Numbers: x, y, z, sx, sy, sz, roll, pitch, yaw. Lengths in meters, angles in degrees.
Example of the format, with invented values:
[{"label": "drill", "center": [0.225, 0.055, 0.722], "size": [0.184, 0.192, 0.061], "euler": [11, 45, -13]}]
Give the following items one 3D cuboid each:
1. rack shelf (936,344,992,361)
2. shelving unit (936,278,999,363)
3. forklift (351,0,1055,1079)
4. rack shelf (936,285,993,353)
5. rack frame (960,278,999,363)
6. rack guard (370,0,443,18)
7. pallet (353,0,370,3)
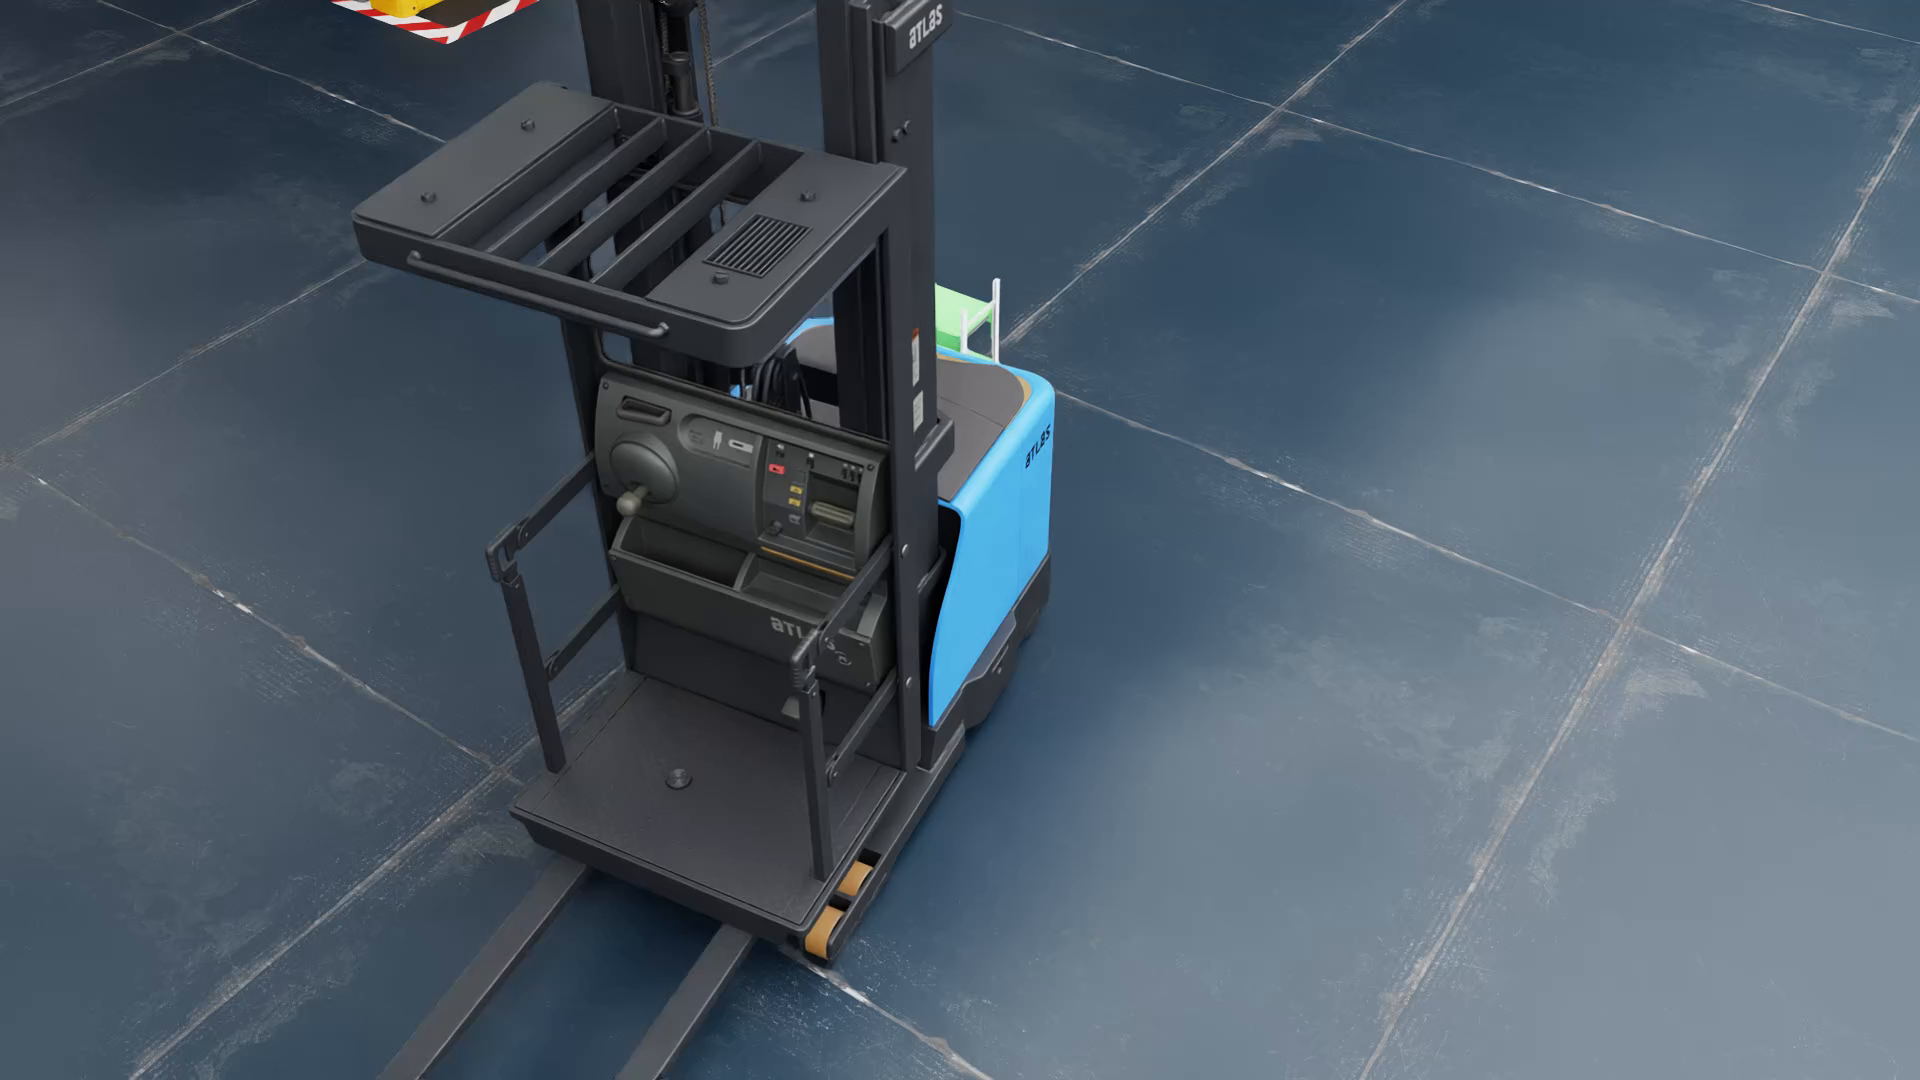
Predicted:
[{"label": "rack shelf", "center": [-0.133, -0.648, 6.310], "size": [0.480, 0.148, 0.258], "euler": [23, 47, 24]}, {"label": "shelving unit", "center": [-0.133, -0.516, 6.427], "size": [0.503, 1.200, 0.258], "euler": [23, 47, 24]}, {"label": "forklift", "center": [-0.746, -0.107, 4.671], "size": [1.130, 2.935, 3.031], "euler": [18, 45, 19]}, {"label": "rack shelf", "center": [-0.133, -0.827, 6.150], "size": [0.480, 0.148, 0.258], "euler": [23, 47, 24]}, {"label": "rack frame", "center": [0.072, -0.428, 6.329], "size": [0.015, 1.200, 0.240], "euler": [23, 47, 24]}, {"label": "rack guard", "center": [-3.279, -3.818, 10.642], "size": [0.348, 0.500, 1.175], "euler": [25, 48, 25]}, {"label": "pallet", "center": [-3.999, -3.983, 11.043], "size": [1.213, 0.211, 1.003], "euler": [25, 48, 25]}]
